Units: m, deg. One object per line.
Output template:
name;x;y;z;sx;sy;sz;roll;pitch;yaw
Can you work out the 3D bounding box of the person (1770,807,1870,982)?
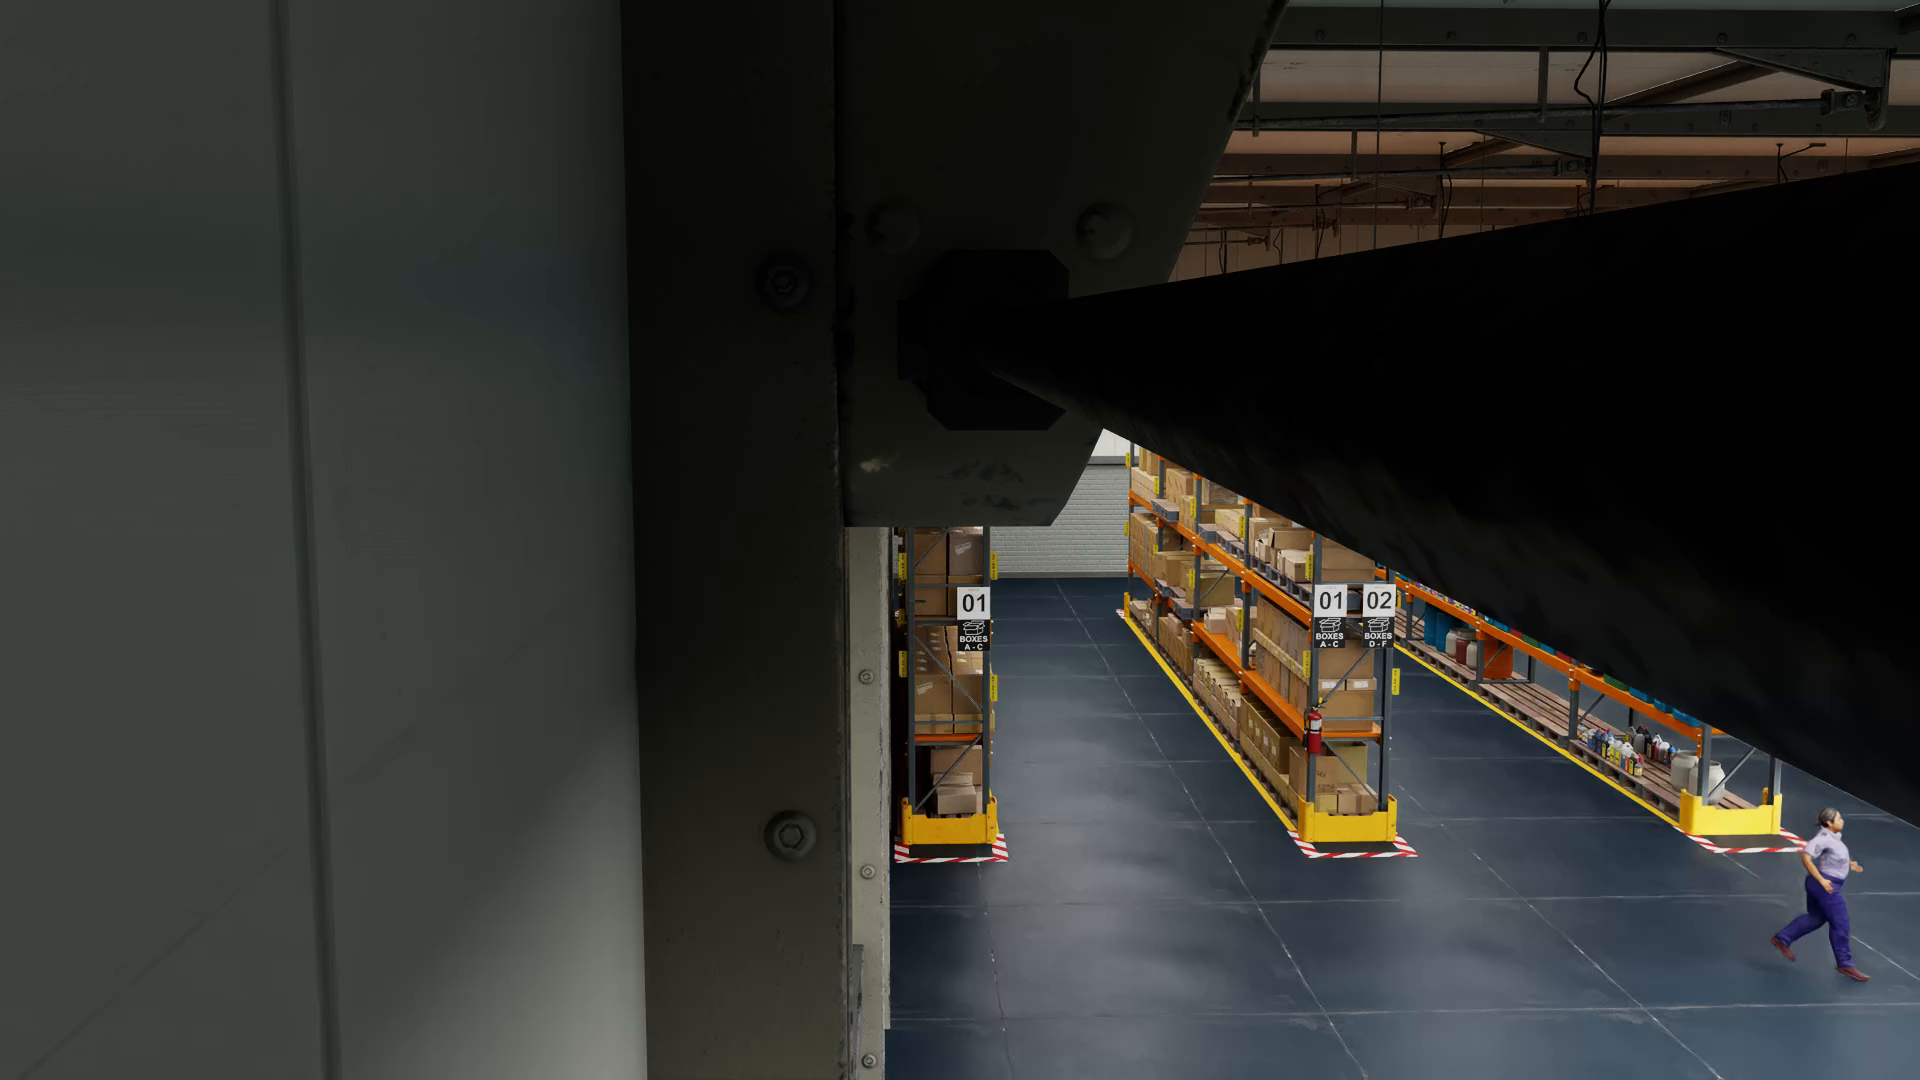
person;8.473;3.425;16.292;0.866;1.660;0.599;3;8;24
